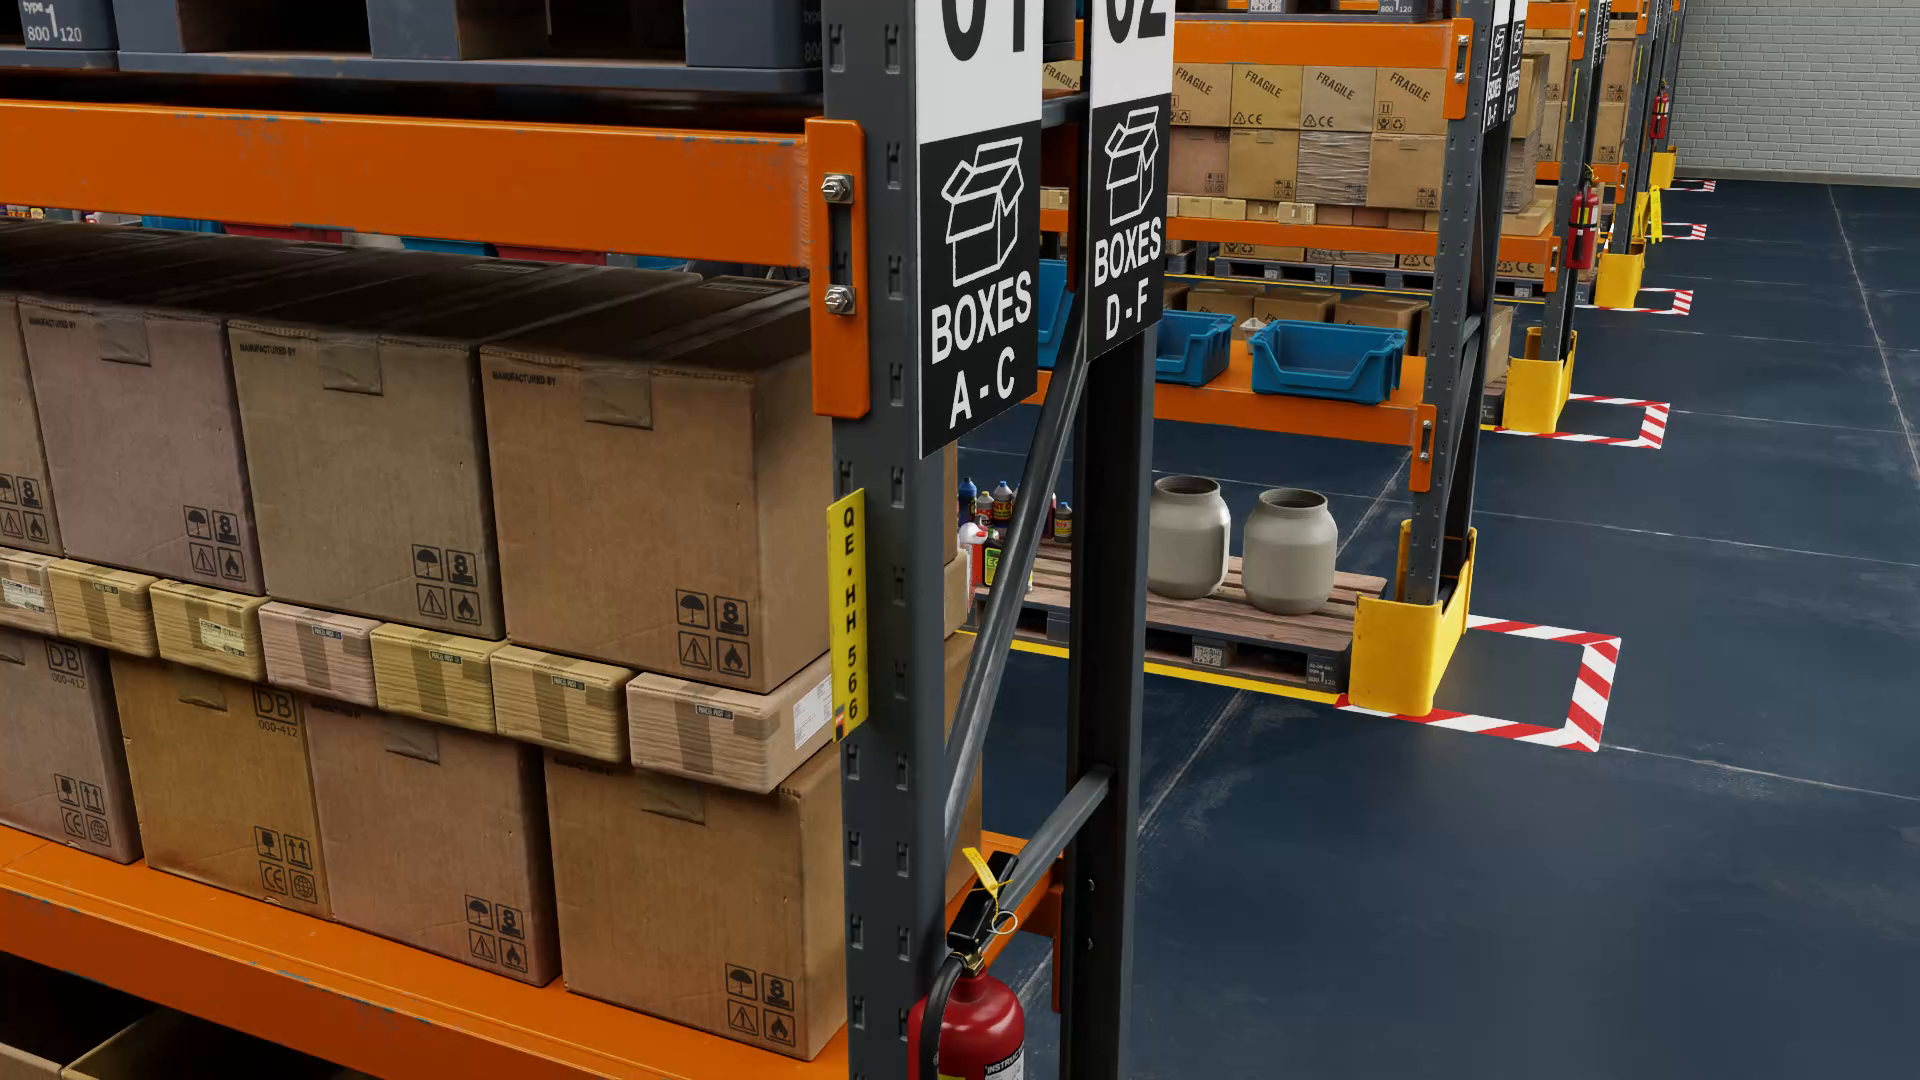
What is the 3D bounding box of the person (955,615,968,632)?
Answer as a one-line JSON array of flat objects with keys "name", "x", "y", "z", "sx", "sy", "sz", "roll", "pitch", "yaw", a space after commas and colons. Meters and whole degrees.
[{"name": "person", "x": -0.433, "y": 0.251, "z": 6.999, "sx": 0.898, "sy": 0.995, "sz": 0.585, "roll": 8, "pitch": 21, "yaw": 23}]
